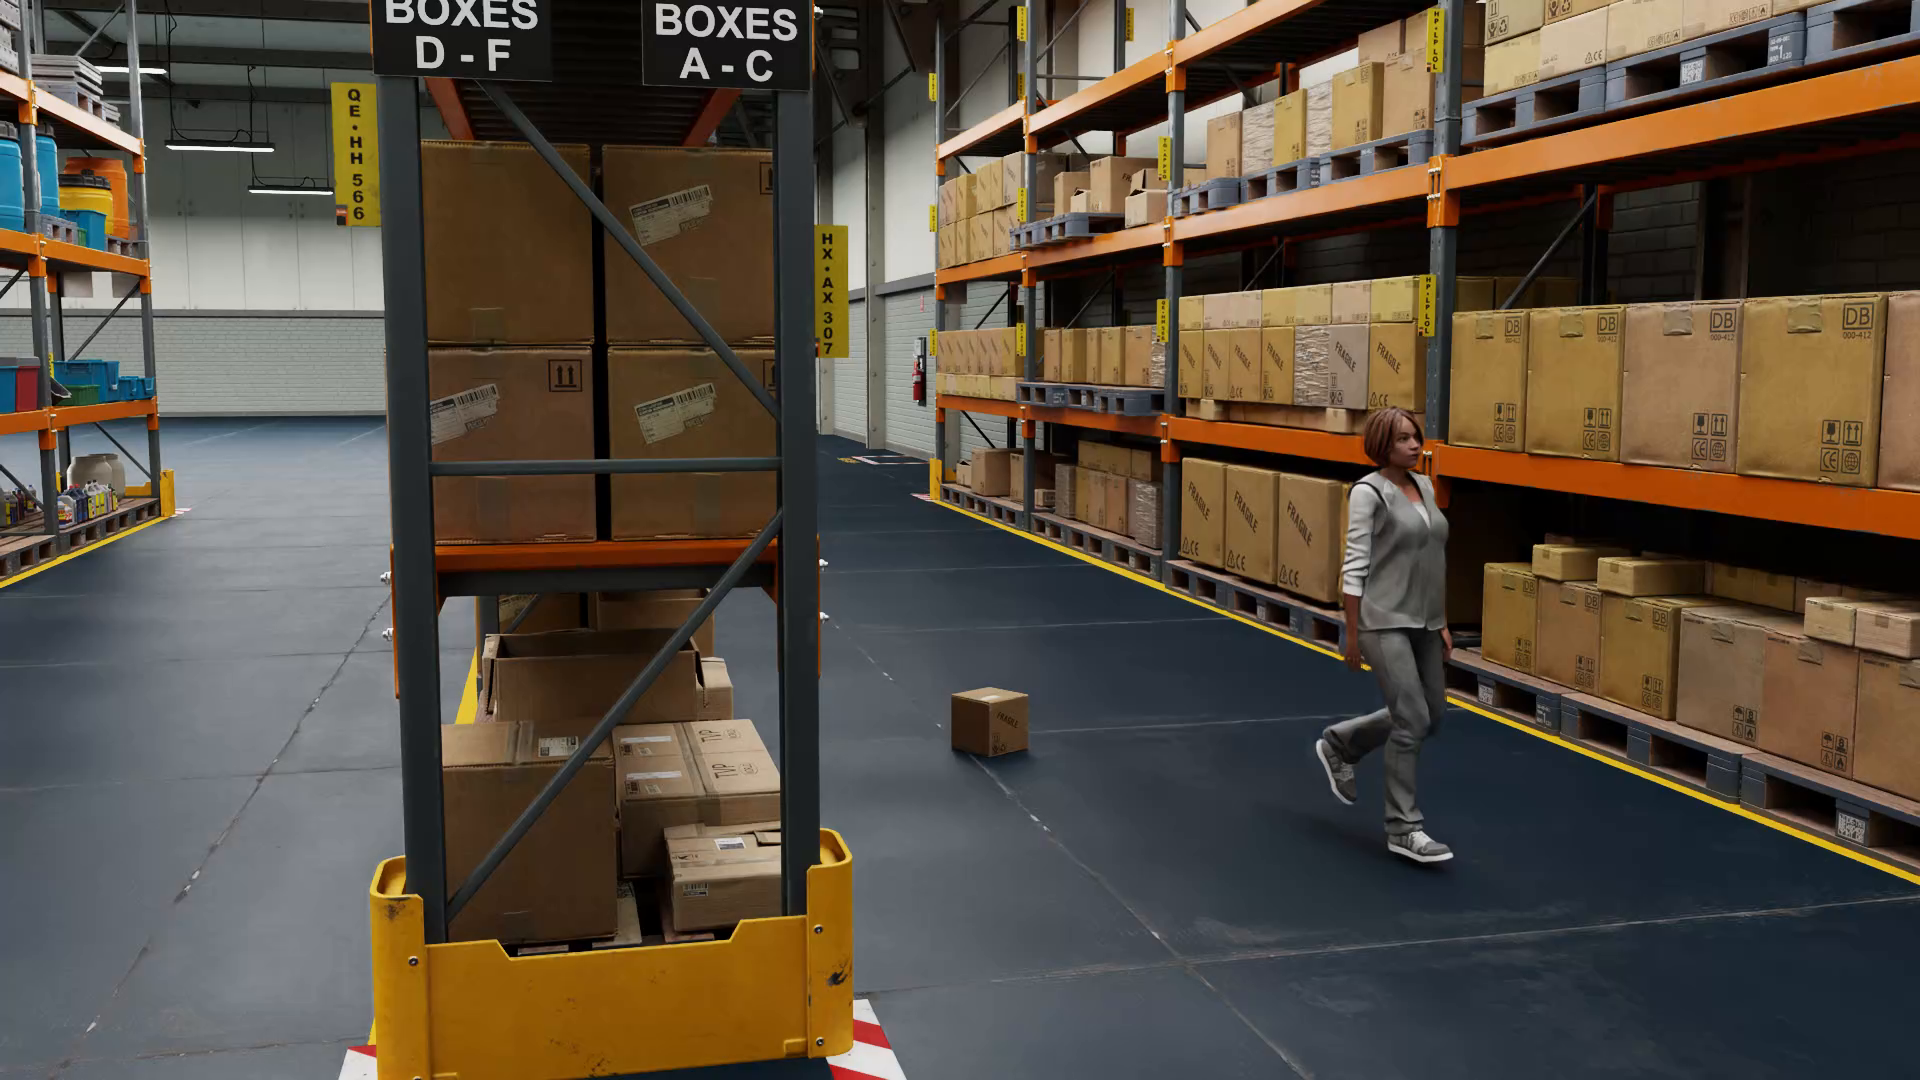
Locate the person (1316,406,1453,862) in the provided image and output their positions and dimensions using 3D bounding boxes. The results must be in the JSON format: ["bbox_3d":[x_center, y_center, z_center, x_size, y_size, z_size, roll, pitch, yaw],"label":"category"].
[{"bbox_3d":[1.517,0.309,5.936,0.410,1.573,0.693,-5,8,-39],"label":"person"}]
